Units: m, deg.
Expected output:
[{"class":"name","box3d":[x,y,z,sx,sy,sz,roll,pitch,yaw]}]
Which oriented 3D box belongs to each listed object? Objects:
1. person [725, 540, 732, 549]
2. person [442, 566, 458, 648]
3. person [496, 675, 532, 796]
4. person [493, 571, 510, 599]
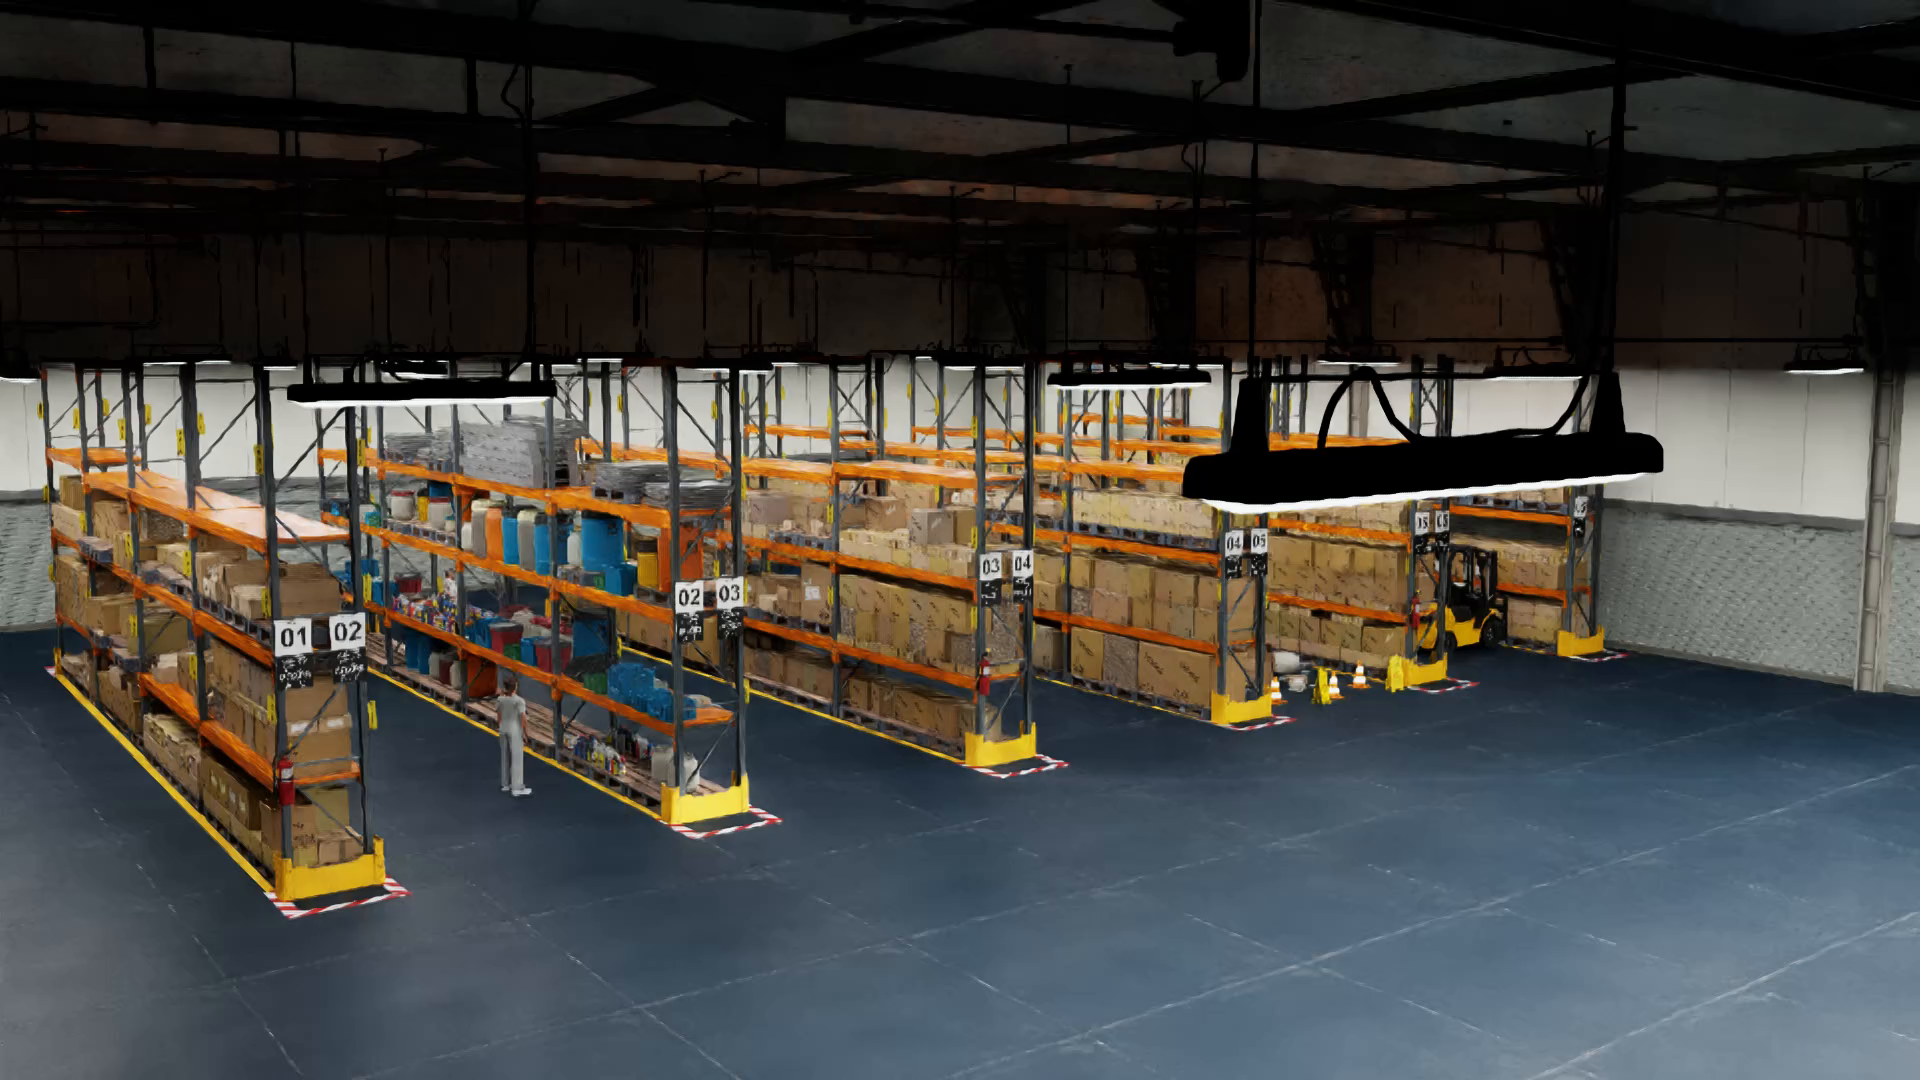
[{"class":"person","box3d":[-5.810,0.534,41.615,0.548,1.632,0.548,0,7,0]},{"class":"person","box3d":[-10.298,1.410,33.688,0.406,1.749,0.644,-6,9,-43]},{"class":"person","box3d":[-6.227,2.706,23.214,0.496,1.677,0.432,3,7,22]},{"class":"person","box3d":[-11.274,0.606,40.973,0.509,1.643,0.551,0,7,0]}]
